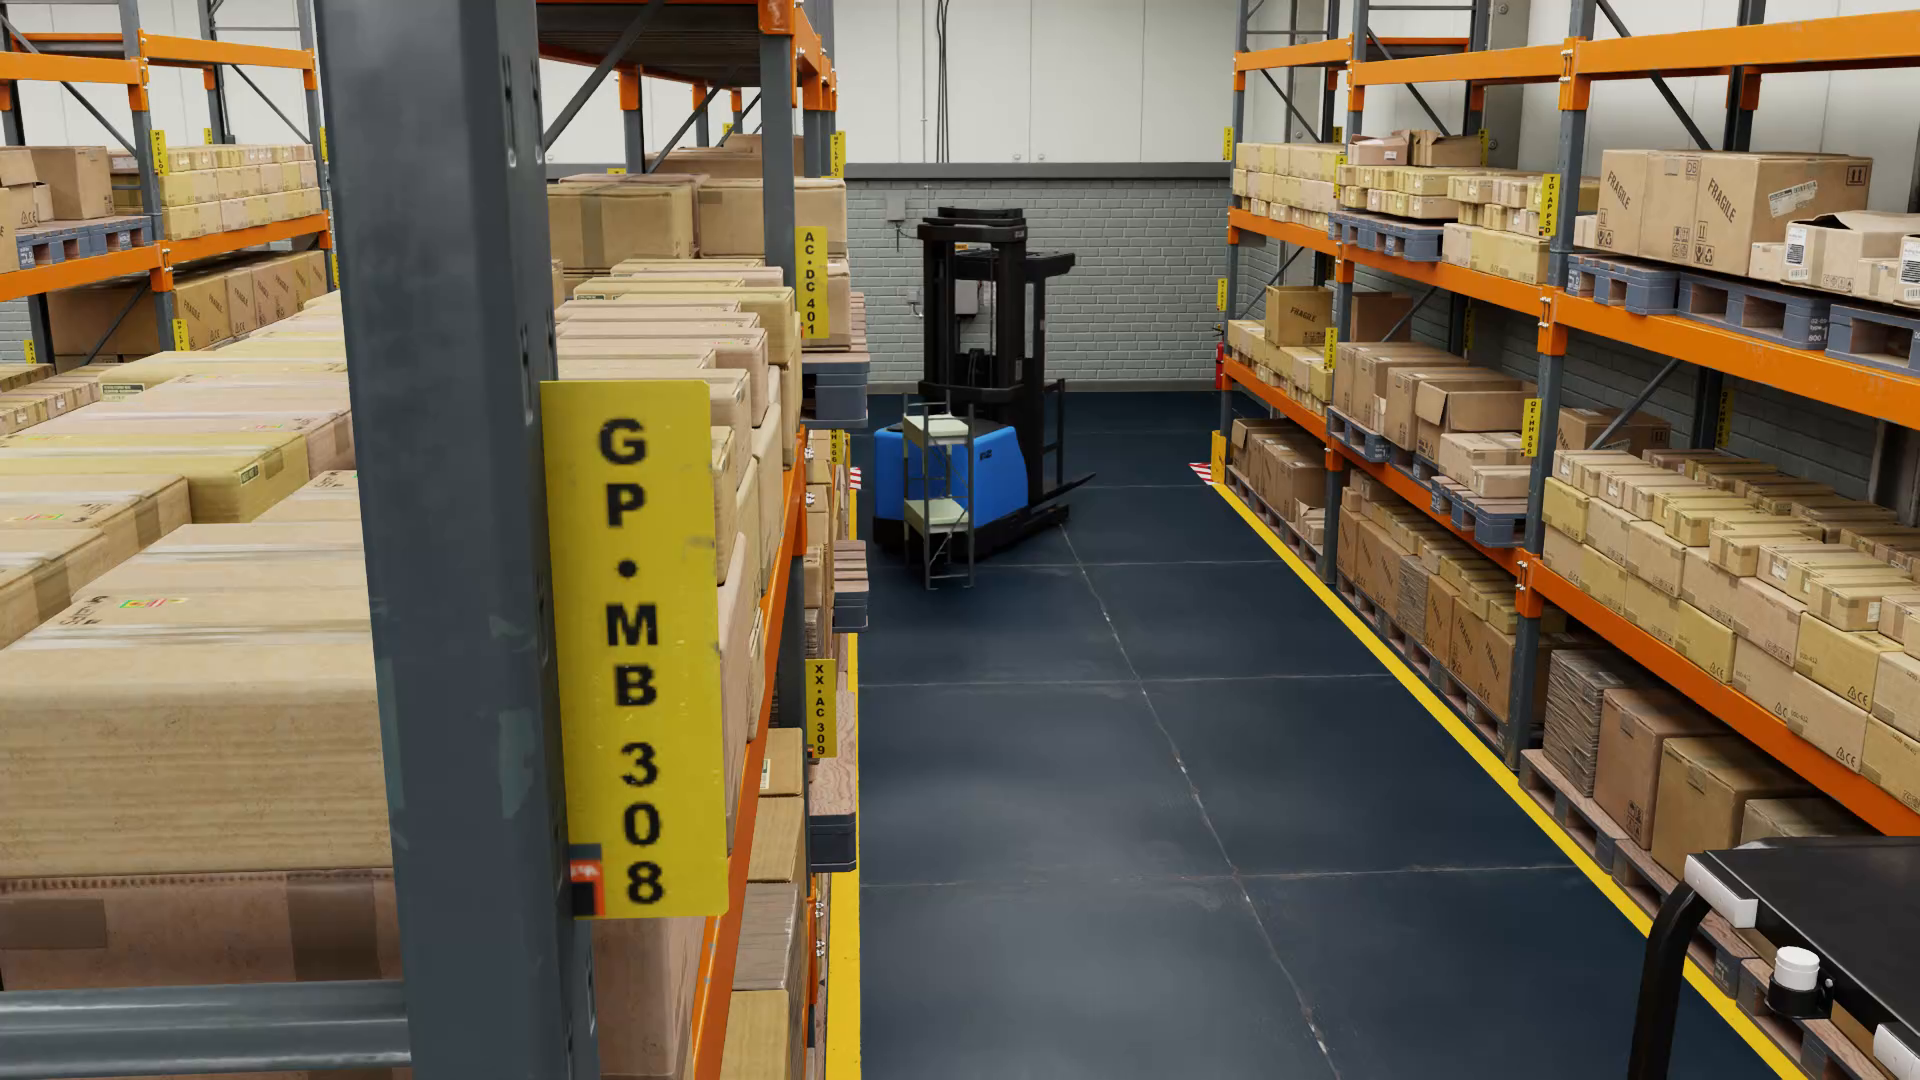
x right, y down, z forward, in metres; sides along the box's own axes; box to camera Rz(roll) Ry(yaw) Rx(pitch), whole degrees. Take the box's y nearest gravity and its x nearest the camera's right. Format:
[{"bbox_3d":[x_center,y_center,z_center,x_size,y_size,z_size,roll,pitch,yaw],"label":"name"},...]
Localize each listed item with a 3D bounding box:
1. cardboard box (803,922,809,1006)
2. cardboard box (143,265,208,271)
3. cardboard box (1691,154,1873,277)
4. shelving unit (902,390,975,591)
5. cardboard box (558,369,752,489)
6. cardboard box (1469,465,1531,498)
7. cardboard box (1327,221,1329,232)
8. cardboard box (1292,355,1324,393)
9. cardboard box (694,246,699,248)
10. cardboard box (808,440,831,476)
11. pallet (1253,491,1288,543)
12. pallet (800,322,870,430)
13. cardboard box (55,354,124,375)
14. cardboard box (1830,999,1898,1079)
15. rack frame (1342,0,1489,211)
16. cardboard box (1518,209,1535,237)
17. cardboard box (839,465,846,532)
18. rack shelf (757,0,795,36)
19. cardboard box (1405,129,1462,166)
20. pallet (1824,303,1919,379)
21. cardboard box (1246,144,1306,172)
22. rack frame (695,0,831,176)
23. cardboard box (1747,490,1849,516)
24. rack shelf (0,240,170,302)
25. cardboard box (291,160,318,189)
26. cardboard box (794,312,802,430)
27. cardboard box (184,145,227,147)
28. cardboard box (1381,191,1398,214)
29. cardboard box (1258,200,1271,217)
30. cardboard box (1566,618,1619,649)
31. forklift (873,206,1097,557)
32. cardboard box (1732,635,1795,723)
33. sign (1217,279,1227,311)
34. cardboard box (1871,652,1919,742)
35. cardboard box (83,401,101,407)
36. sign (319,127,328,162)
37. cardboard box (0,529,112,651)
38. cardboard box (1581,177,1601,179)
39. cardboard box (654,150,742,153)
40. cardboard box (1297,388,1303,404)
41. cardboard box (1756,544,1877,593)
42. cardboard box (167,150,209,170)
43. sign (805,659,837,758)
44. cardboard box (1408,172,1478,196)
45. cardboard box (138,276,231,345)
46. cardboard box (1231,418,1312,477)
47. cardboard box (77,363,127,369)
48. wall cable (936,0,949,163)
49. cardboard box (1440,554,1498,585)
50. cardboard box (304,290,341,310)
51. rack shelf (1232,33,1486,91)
[{"bbox_3d":[-0.633,1.218,4.778,0.380,0.149,0.250,-1,14,-2],"label":"cardboard box"},{"bbox_3d":[-6.811,-2.103,14.376,0.500,0.500,0.500,-1,14,-5],"label":"cardboard box"},{"bbox_3d":[3.592,-1.429,7.298,0.500,0.500,0.500,-1,14,-2],"label":"cardboard box"},{"bbox_3d":[-0.182,-0.421,13.644,0.431,1.500,0.755,-4,15,-14],"label":"shelving unit"},{"bbox_3d":[-0.522,-0.171,2.554,0.380,0.149,0.250,0,14,-2],"label":"cardboard box"},{"bbox_3d":[3.303,-0.353,10.038,0.380,0.149,0.250,-1,14,-2],"label":"cardboard box"},{"bbox_3d":[3.162,-2.524,13.301,0.380,0.149,0.250,-1,14,-4],"label":"cardboard box"},{"bbox_3d":[3.158,-1.427,14.256,0.500,0.250,0.500,-1,14,-3],"label":"cardboard box"},{"bbox_3d":[-1.217,-1.020,6.410,0.500,0.250,0.500,-1,14,-3],"label":"cardboard box"},{"bbox_3d":[-0.878,-0.195,8.122,0.500,0.500,0.500,-1,14,-4],"label":"cardboard box"},{"bbox_3d":[3.359,-0.233,15.507,1.003,0.211,1.213,-1,14,-3],"label":"pallet"},{"bbox_3d":[-0.911,-0.558,5.532,1.213,0.211,1.003,-1,14,-3],"label":"pallet"},{"bbox_3d":[-6.721,-1.238,13.019,0.500,0.500,0.500,-1,14,-3],"label":"cardboard box"},{"bbox_3d":[3.931,1.698,6.328,0.875,0.625,0.625,0,14,-1],"label":"cardboard box"},{"bbox_3d":[3.479,-4.014,12.566,1.000,3.000,0.127,-1,14,-3],"label":"rack frame"},{"bbox_3d":[3.468,-1.836,9.623,0.380,0.149,0.250,-1,14,-5],"label":"cardboard box"},{"bbox_3d":[-1.463,-0.374,14.758,0.875,0.438,0.875,-1,14,-5],"label":"cardboard box"},{"bbox_3d":[-0.855,-1.099,2.689,1.077,0.370,4.000,-1,14,-3],"label":"rack shelf"},{"bbox_3d":[3.567,-2.961,12.526,0.396,0.266,0.258,-1,14,-4],"label":"cardboard box"},{"bbox_3d":[3.907,-0.698,6.083,0.805,0.209,1.217,-1,15,-6],"label":"pallet"},{"bbox_3d":[3.021,-3.628,15.789,0.500,0.250,0.500,-1,14,-4],"label":"cardboard box"},{"bbox_3d":[-1.475,-3.936,12.265,1.000,3.000,0.127,-1,14,-3],"label":"rack frame"},{"bbox_3d":[4.055,-0.143,8.061,0.380,0.149,0.250,-1,14,-4],"label":"cardboard box"},{"bbox_3d":[-6.285,-1.536,10.400,1.077,0.370,4.000,-1,14,-3],"label":"rack shelf"},{"bbox_3d":[-6.374,-3.435,15.637,0.500,0.250,0.500,-1,14,-5],"label":"cardboard box"},{"bbox_3d":[-0.683,-0.459,4.475,0.500,0.250,0.500,-1,14,-4],"label":"cardboard box"},{"bbox_3d":[-6.922,-3.523,15.176,0.380,0.149,0.250,-1,14,-4],"label":"cardboard box"},{"bbox_3d":[3.166,-2.357,11.607,0.380,0.149,0.250,-1,14,-4],"label":"cardboard box"},{"bbox_3d":[2.997,-3.094,15.515,0.380,0.149,0.250,-1,14,-4],"label":"cardboard box"},{"bbox_3d":[3.981,0.785,10.131,0.500,0.500,0.500,0,14,-1],"label":"cardboard box"},{"bbox_3d":[0.375,-1.593,15.337,1.130,2.935,3.031,8,16,27],"label":"forklift"},{"bbox_3d":[3.646,0.584,7.039,0.500,0.250,0.500,-1,14,-3],"label":"cardboard box"},{"bbox_3d":[2.690,-2.514,17.040,0.100,0.325,0.005,-1,14,-3],"label":"sign"},{"bbox_3d":[3.689,0.594,5.997,0.500,0.250,0.500,-1,14,-5],"label":"cardboard box"},{"bbox_3d":[-6.136,-0.864,11.428,0.380,0.149,0.250,-1,14,-5],"label":"cardboard box"},{"bbox_3d":[-6.102,-3.809,16.014,0.100,0.325,0.005,-1,14,-3],"label":"sign"},{"bbox_3d":[-1.024,0.092,1.532,0.380,0.149,0.250,-1,14,-2],"label":"cardboard box"},{"bbox_3d":[3.908,-2.180,10.363,0.380,0.149,0.250,-1,14,-4],"label":"cardboard box"},{"bbox_3d":[-1.626,-2.174,10.394,0.500,0.500,0.500,-1,14,-3],"label":"cardboard box"},{"bbox_3d":[3.140,-1.256,14.394,0.380,0.149,0.250,-1,14,-2],"label":"cardboard box"},{"bbox_3d":[3.623,0.120,7.038,0.380,0.149,0.250,-1,14,-3],"label":"cardboard box"},{"bbox_3d":[-6.212,-3.016,13.205,0.380,0.149,0.250,-1,14,-5],"label":"cardboard box"},{"bbox_3d":[-0.438,0.529,5.212,0.100,0.325,0.005,-1,14,-3],"label":"sign"},{"bbox_3d":[3.214,-2.372,11.069,0.380,0.149,0.250,-1,14,-3],"label":"cardboard box"},{"bbox_3d":[-6.241,-1.850,13.394,0.500,0.500,0.500,-1,14,-5],"label":"cardboard box"},{"bbox_3d":[3.175,-0.944,16.842,0.797,0.503,0.637,-1,15,-6],"label":"cardboard box"},{"bbox_3d":[-6.189,-1.202,12.146,0.380,0.149,0.250,0,14,-1],"label":"cardboard box"},{"bbox_3d":[1.177,-6.404,21.781,2.988,3.039,0.133,-1,14,-3],"label":"wall cable"},{"bbox_3d":[3.436,0.199,11.106,0.380,0.149,0.250,-1,14,-4],"label":"cardboard box"},{"bbox_3d":[-1.243,-0.479,3.753,0.380,0.149,0.250,-1,14,-4],"label":"cardboard box"},{"bbox_3d":[3.355,-4.161,14.590,1.077,0.370,4.000,-1,14,-3],"label":"rack shelf"}]
